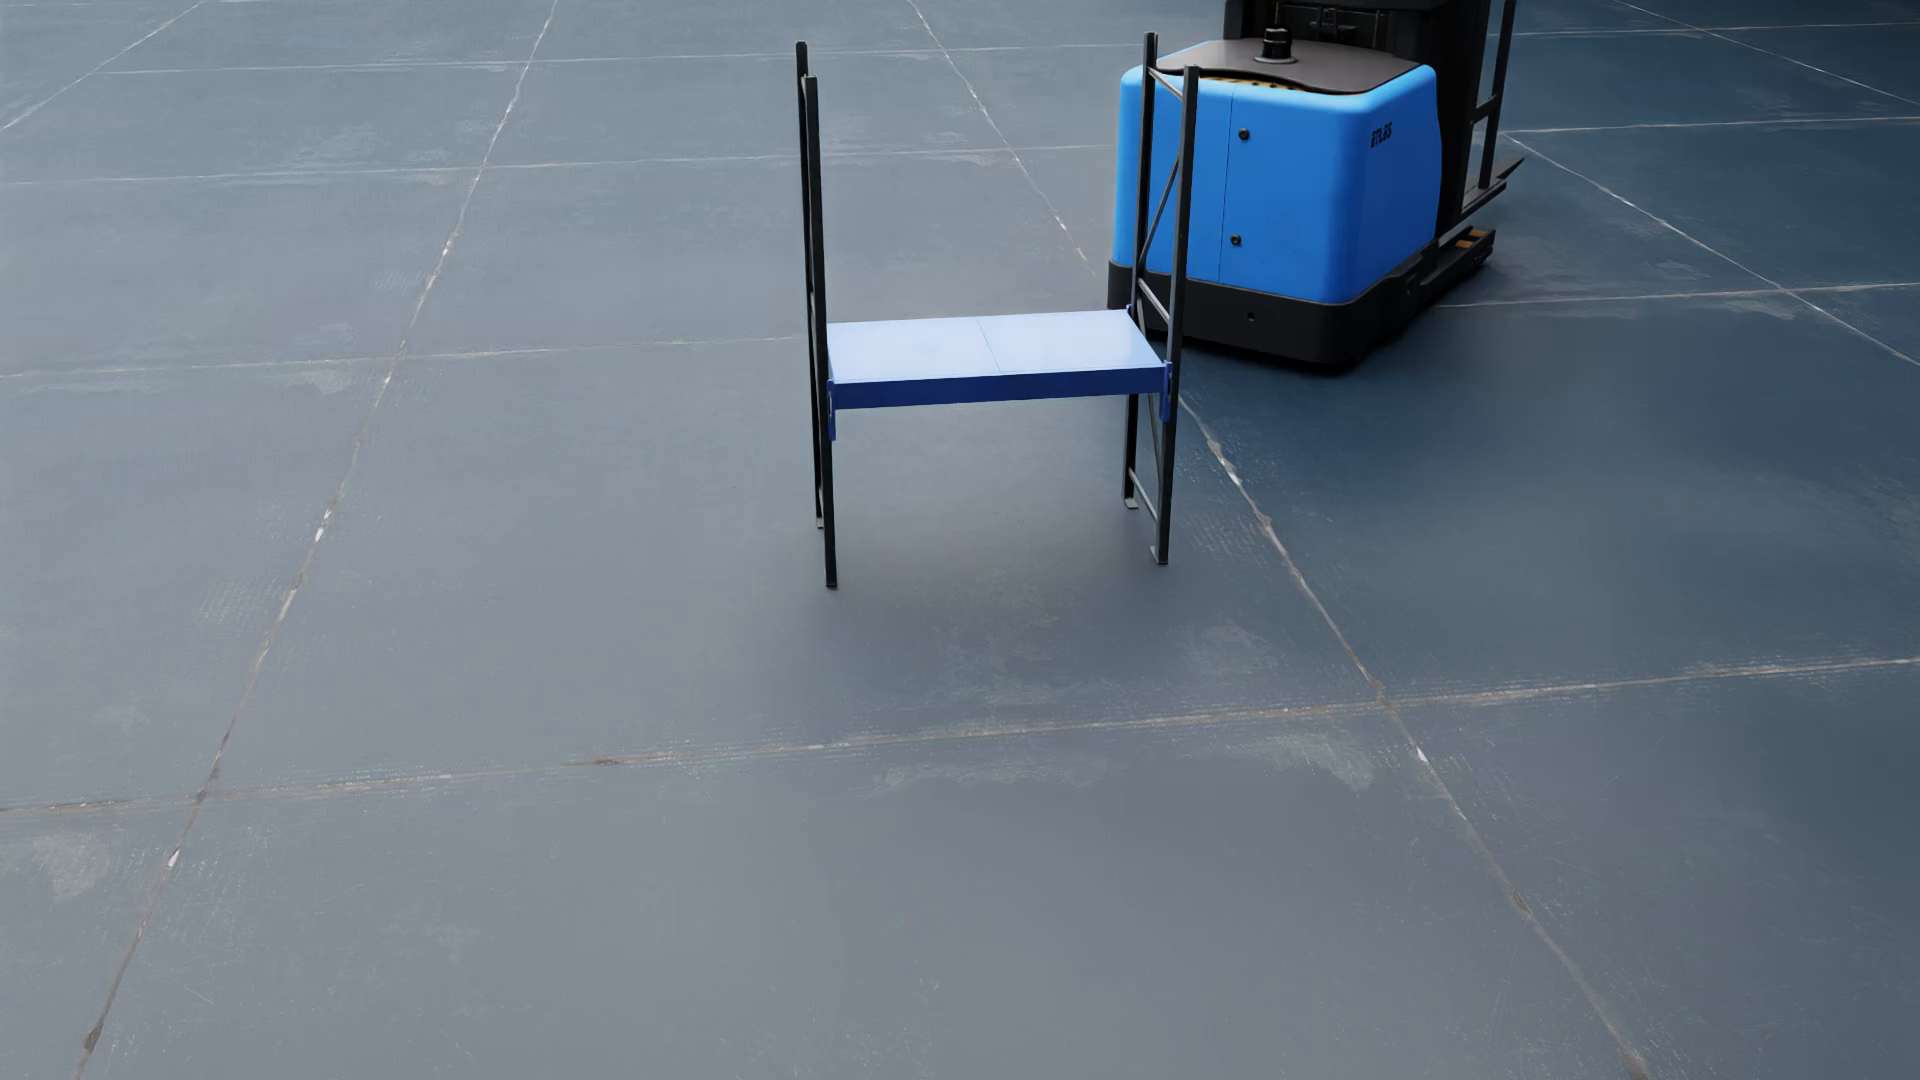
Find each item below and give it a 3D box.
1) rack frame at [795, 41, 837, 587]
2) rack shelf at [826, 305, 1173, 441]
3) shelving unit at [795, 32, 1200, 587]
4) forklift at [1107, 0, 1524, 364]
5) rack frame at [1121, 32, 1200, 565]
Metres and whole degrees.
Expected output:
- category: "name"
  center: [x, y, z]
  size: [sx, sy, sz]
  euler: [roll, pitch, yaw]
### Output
- category: "rack frame"
  center: [-0.419, -0.640, 4.855]
  size: [0.032, 1.500, 0.500]
  euler: [-4, 27, -7]
- category: "rack shelf"
  center: [0.084, -0.513, 5.000]
  size: [1.000, 0.185, 0.538]
  euler: [-4, 27, -7]
- category: "shelving unit"
  center: [0.084, -0.673, 4.918]
  size: [1.048, 1.500, 0.538]
  euler: [-4, 27, -7]
- category: "forklift"
  center: [1.832, -2.610, 7.126]
  size: [1.130, 2.935, 3.031]
  euler: [16, 31, 29]
- category: "rack frame"
  center: [0.588, -0.705, 4.981]
  size: [0.032, 1.500, 0.500]
  euler: [-4, 27, -7]
